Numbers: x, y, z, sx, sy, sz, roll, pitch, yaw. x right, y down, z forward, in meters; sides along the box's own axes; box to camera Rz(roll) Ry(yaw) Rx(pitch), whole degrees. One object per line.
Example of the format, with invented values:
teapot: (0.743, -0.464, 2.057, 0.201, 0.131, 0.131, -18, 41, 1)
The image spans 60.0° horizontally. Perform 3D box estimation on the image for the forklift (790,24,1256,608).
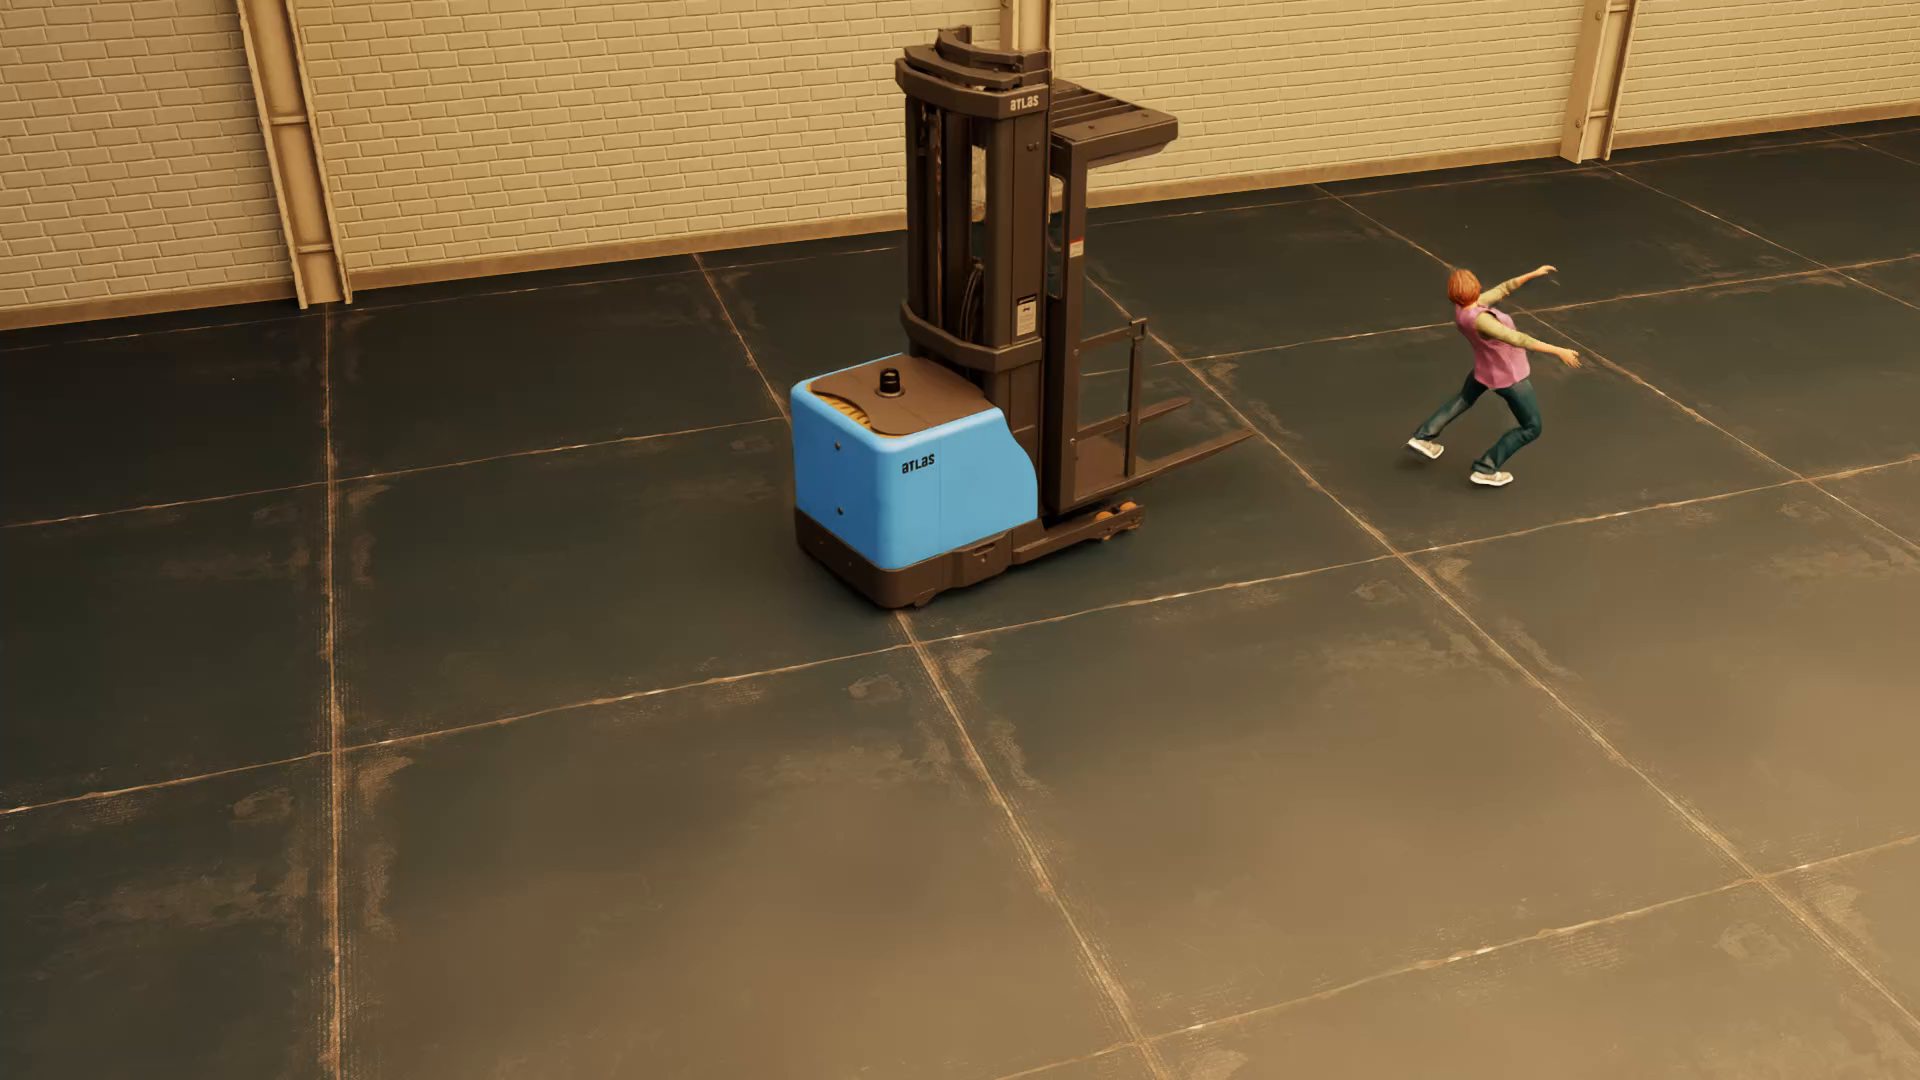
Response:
forklift: (0.509, -1.467, 9.636, 3.031, 2.935, 1.130, -20, 36, -31)

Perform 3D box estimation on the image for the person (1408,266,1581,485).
person: (3.387, -0.975, 10.327, 0.676, 1.364, 0.918, -13, 33, -22)
